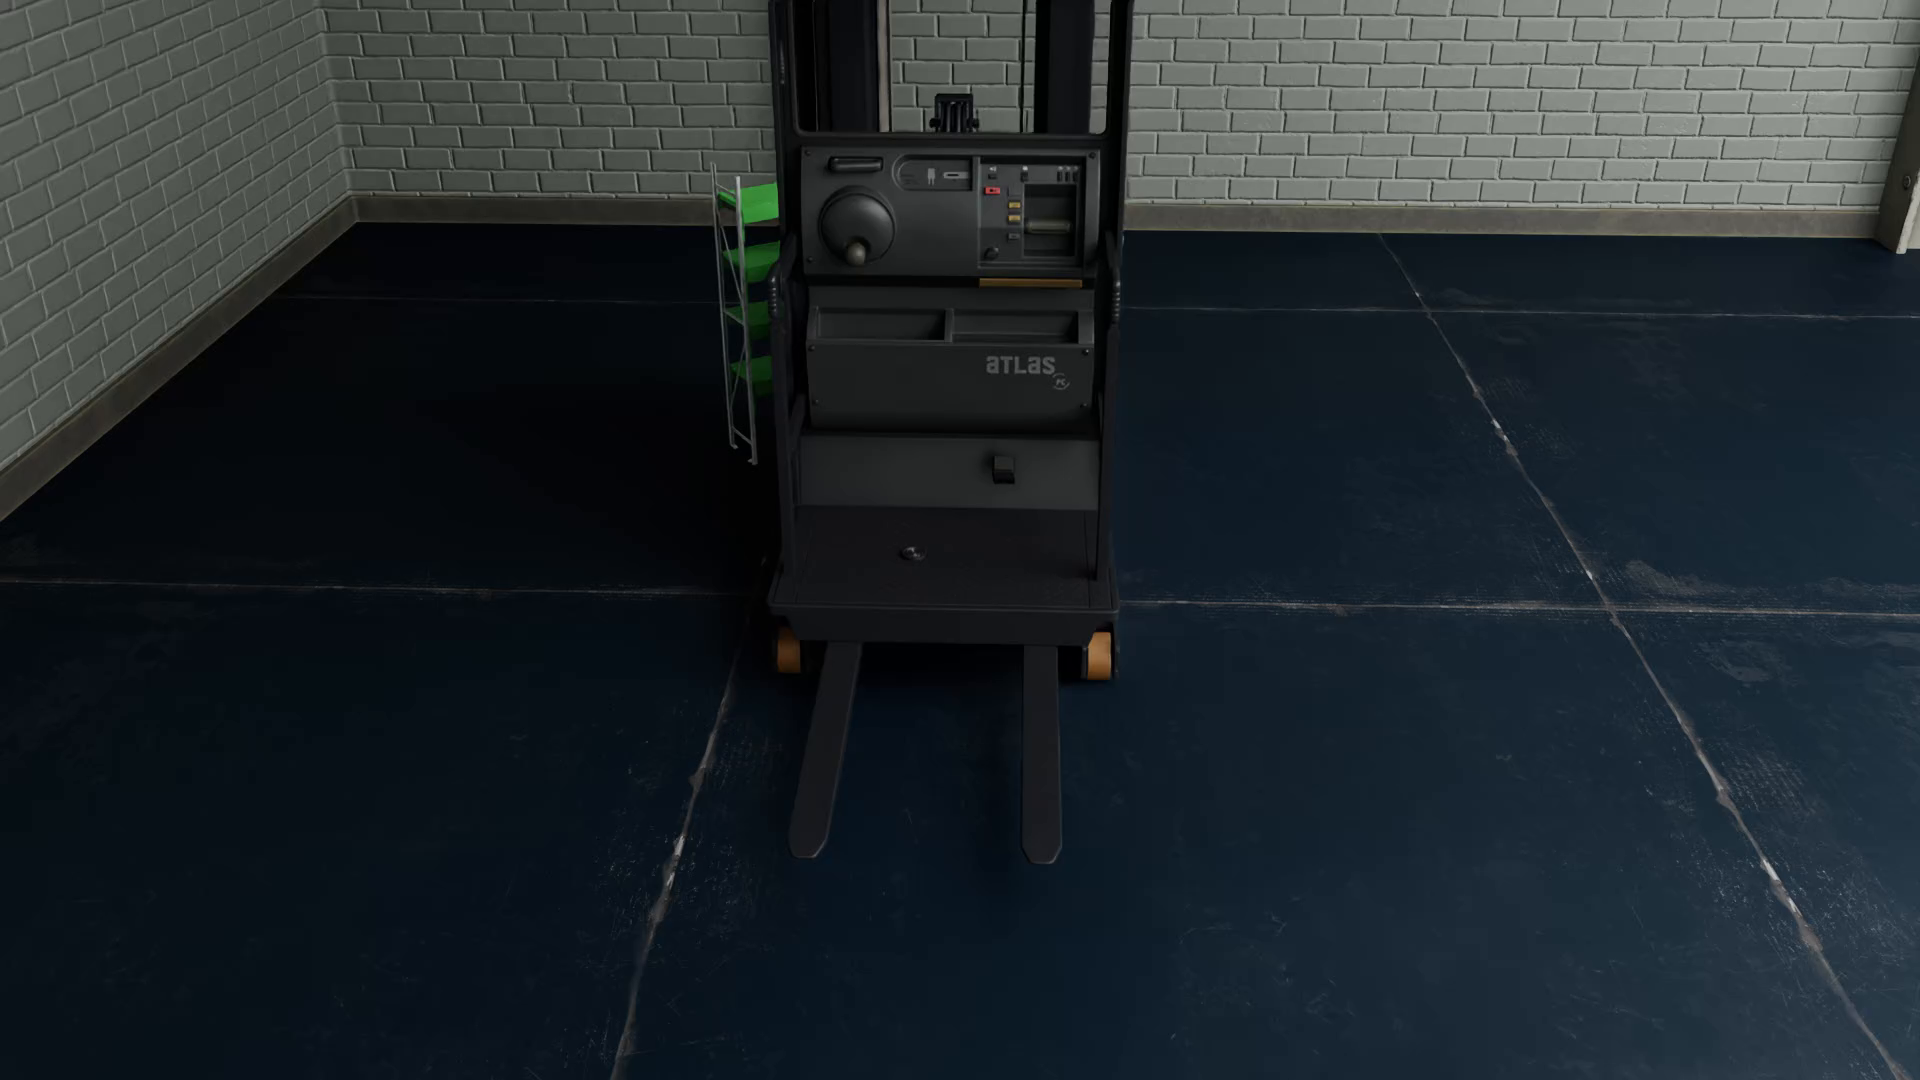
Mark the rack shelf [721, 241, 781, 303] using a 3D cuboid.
[{"bbox_3d":[-0.694,-1.102,6.672,0.480,0.148,0.258,-16,32,-28],"label":"rack shelf"}]

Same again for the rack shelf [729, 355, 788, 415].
[{"bbox_3d":[-0.694,-0.678,6.897,0.480,0.148,0.258,-16,32,-28],"label":"rack shelf"}]

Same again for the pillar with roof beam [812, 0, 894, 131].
[{"bbox_3d":[-0.733,-3.726,3.671,0.400,9.000,9.100,1,28,2],"label":"pillar with roof beam"}]

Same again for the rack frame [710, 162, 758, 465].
[{"bbox_3d":[-0.901,-0.886,6.641,0.015,1.200,0.240,-16,32,-28],"label":"rack frame"}]

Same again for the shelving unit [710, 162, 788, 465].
[{"bbox_3d":[-0.694,-0.947,6.754,0.503,1.200,0.258,-16,32,-28],"label":"shelving unit"}]

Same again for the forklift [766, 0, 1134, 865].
[{"bbox_3d":[-0.037,-0.991,4.991,1.130,2.935,3.031,1,28,2],"label":"forklift"}]

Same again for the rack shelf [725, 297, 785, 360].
[{"bbox_3d":[-0.694,-0.890,6.784,0.480,0.148,0.258,-16,32,-28],"label":"rack shelf"}]

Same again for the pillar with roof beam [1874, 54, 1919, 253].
[{"bbox_3d":[5.263,-3.627,3.484,0.400,9.000,9.100,1,28,2],"label":"pillar with roof beam"}]

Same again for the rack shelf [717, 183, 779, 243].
[{"bbox_3d":[-0.694,-1.314,6.560,0.480,0.148,0.258,-16,32,-28],"label":"rack shelf"}]
